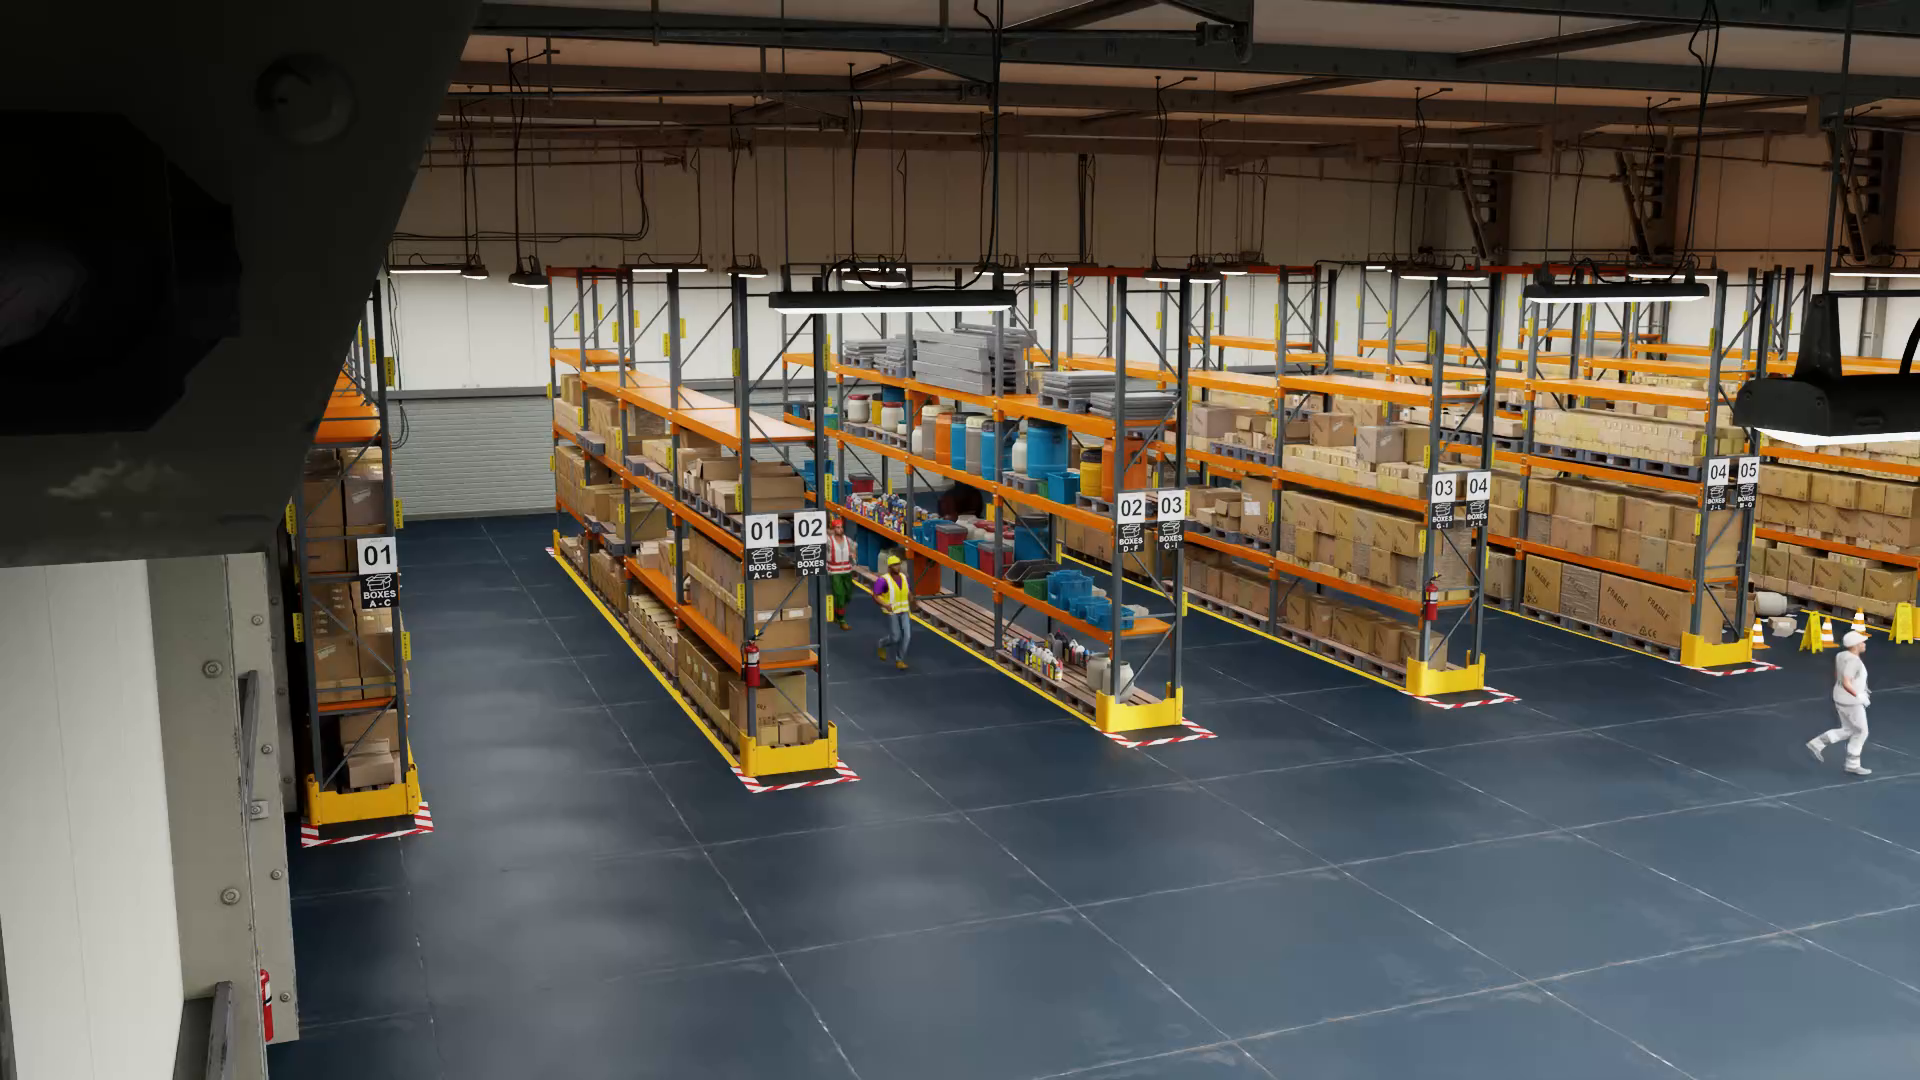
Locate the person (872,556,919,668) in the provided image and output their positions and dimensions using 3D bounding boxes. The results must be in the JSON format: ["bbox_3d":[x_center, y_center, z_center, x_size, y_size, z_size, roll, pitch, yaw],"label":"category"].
[{"bbox_3d":[-0.993,1.089,25.366,0.701,1.717,0.616,-7,12,-35],"label":"person"}]

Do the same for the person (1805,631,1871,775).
[{"bbox_3d":[10.770,1.977,20.237,0.740,1.767,0.667,2,10,13],"label":"person"}]

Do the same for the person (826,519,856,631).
[{"bbox_3d":[-1.943,0.544,26.759,0.668,1.771,0.780,-6,11,-30],"label":"person"}]

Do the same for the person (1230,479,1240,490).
[{"bbox_3d":[6.972,-1.675,41.252,0.722,1.739,0.563,-7,12,-34],"label":"person"}]
